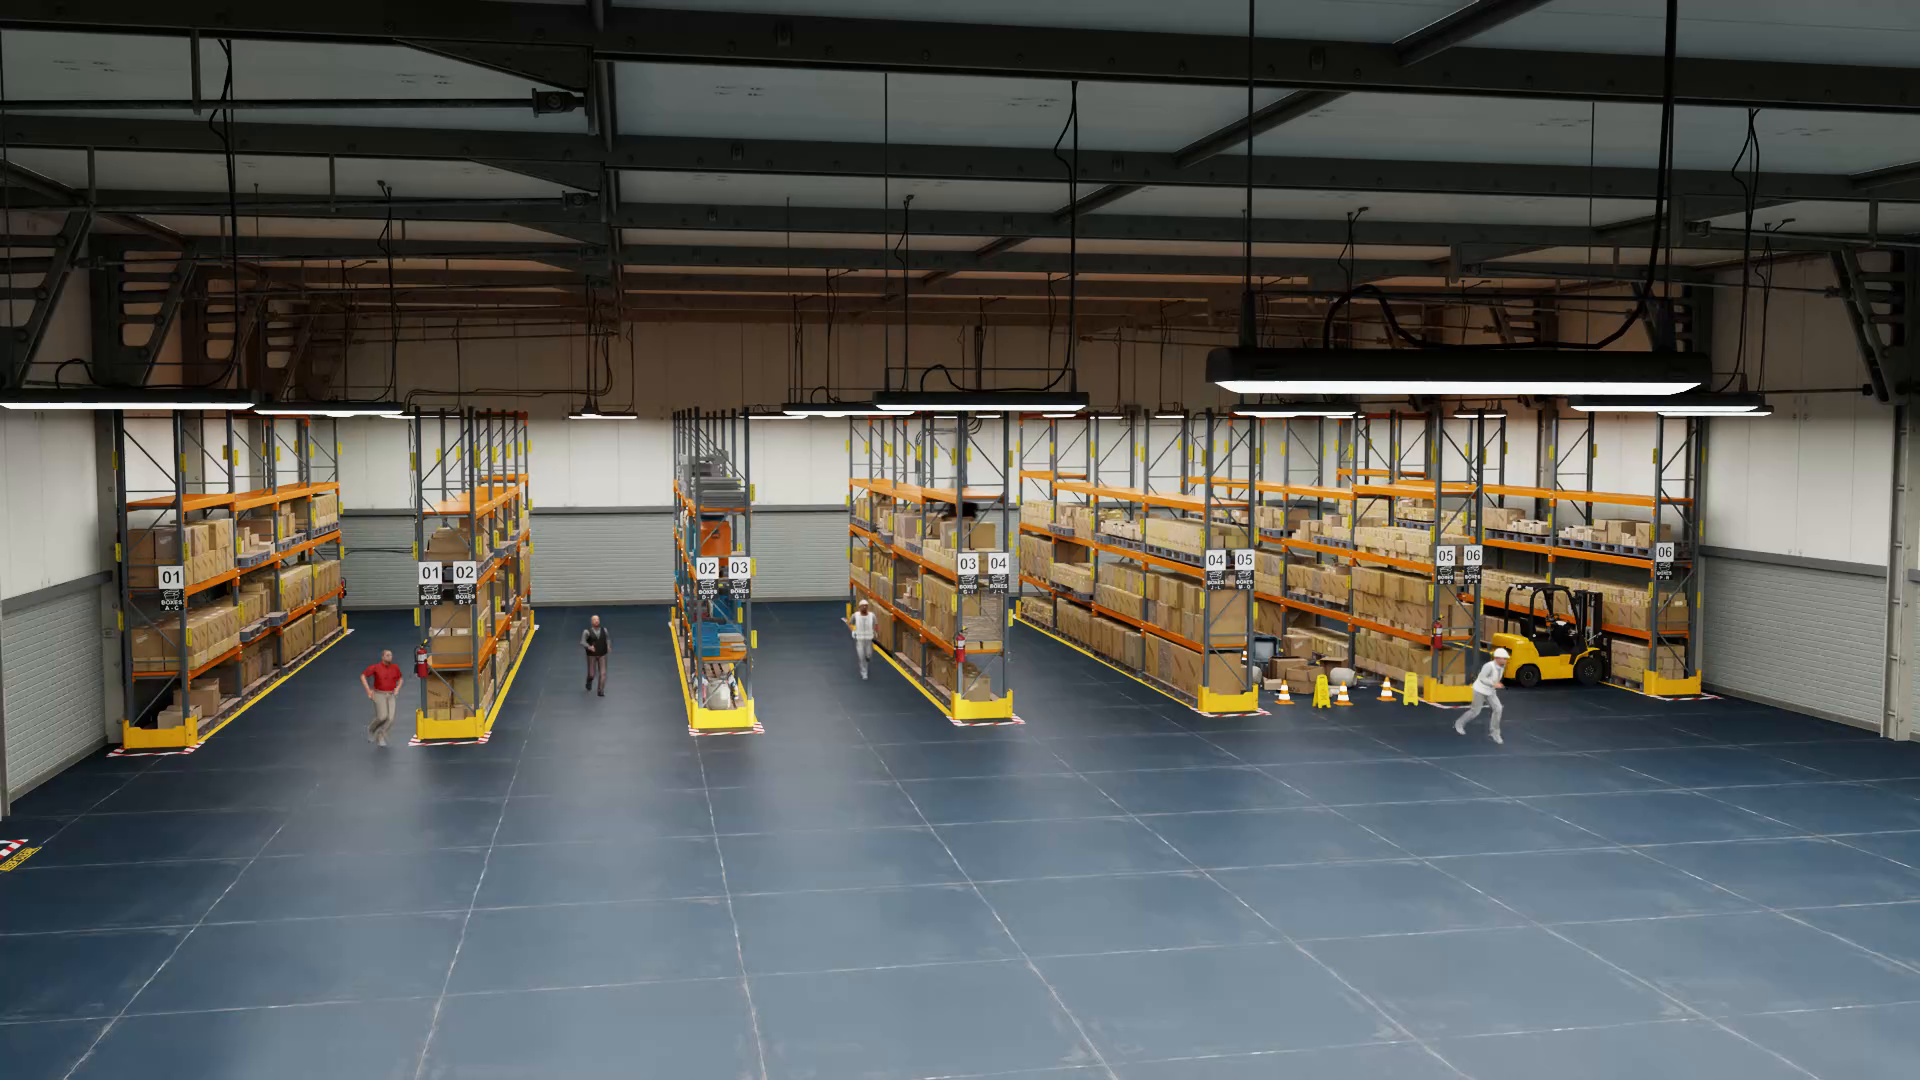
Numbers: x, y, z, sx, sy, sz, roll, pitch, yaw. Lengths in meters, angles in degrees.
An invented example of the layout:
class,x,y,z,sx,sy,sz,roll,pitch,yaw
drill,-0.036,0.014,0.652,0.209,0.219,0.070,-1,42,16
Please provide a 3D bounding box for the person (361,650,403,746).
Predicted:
class,x,y,z,sx,sy,sz,roll,pitch,yaw
person,-10.192,2.806,29.500,0.522,1.707,0.713,3,5,37

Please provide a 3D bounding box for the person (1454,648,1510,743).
class,x,y,z,sx,sy,sz,roll,pitch,yaw
person,9.408,2.778,29.936,0.701,1.734,1.041,-4,6,-45

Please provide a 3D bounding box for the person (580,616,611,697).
class,x,y,z,sx,sy,sz,roll,pitch,yaw
person,-7.555,2.415,34.719,0.610,1.684,0.760,-2,4,-25

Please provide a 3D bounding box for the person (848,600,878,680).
class,x,y,z,sx,sy,sz,roll,pitch,yaw
person,-2.159,2.214,37.195,0.681,1.759,0.778,-1,4,-9
